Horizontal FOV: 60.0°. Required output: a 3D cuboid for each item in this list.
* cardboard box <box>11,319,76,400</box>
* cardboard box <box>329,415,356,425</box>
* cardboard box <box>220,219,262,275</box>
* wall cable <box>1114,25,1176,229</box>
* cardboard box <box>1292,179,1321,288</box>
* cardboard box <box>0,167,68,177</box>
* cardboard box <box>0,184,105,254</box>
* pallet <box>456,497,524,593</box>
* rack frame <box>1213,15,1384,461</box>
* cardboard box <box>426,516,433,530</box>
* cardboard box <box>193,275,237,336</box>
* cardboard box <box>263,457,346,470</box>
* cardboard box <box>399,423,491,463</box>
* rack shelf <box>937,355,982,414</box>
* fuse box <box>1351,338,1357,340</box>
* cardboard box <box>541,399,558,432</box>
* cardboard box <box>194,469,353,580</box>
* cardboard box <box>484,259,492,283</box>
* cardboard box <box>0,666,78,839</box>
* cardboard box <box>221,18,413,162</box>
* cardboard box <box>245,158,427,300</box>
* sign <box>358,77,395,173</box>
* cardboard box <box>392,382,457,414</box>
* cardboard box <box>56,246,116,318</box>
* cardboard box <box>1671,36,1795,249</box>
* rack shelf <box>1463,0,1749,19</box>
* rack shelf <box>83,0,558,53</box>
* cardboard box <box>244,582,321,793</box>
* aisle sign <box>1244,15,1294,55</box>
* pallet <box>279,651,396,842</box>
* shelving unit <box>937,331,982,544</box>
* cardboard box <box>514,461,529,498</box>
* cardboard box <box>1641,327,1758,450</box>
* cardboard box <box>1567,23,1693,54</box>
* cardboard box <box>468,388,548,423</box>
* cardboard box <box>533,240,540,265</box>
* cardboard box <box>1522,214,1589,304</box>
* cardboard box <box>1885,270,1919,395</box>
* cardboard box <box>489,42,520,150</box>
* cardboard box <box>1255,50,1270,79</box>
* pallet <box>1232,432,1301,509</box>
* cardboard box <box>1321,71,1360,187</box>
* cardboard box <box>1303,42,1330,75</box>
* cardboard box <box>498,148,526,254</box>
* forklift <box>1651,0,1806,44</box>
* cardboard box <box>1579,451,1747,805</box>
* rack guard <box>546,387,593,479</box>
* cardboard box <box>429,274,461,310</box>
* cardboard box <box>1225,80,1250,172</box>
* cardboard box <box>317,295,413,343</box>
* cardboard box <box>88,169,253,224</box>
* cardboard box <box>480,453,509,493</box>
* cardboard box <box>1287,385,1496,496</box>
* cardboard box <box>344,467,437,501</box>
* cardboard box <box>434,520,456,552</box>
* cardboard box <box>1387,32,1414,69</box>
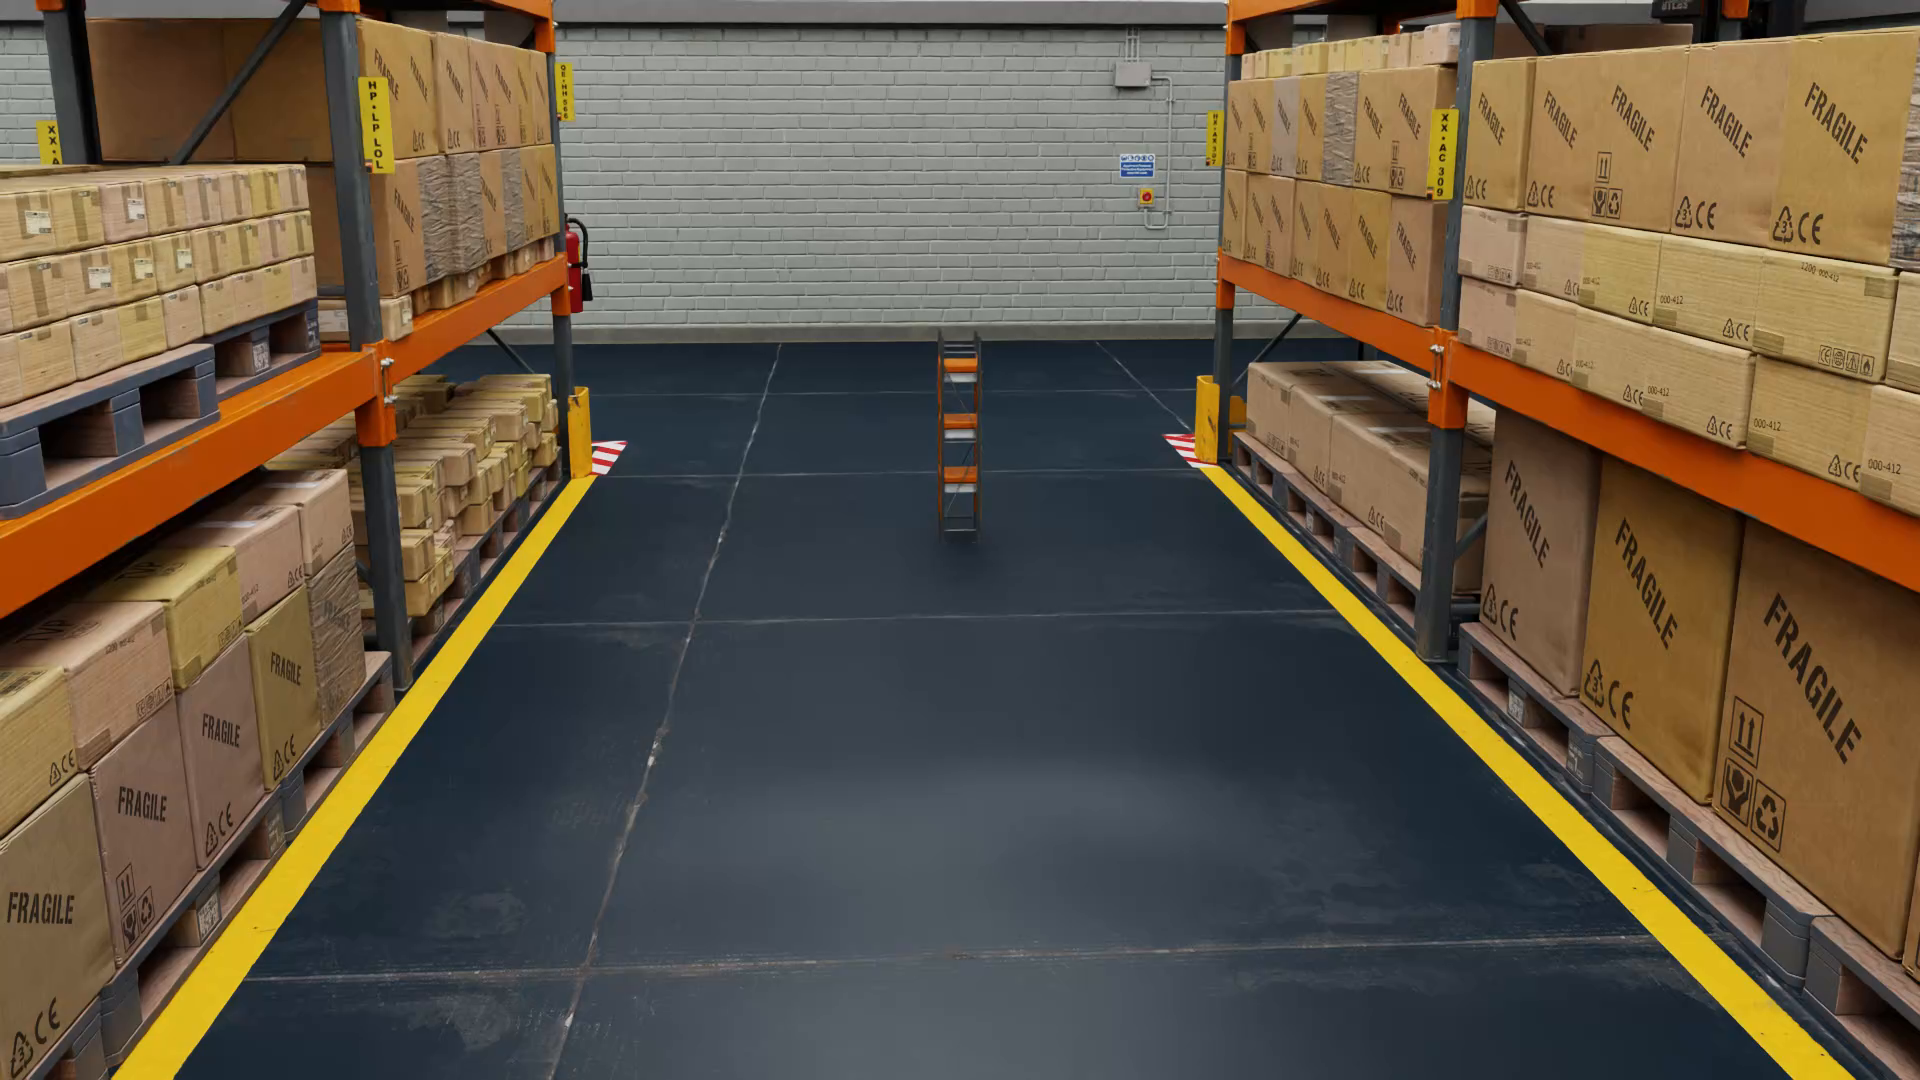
[{"bbox_3d":[-2.256,-0.409,3.758,0.380,0.149,0.250,-1,14,-3],"label":"cardboard box"},{"bbox_3d":[-3.046,-0.521,8.217,0.380,0.149,0.250,-1,14,-3],"label":"cardboard box"},{"bbox_3d":[-2.341,-0.881,4.994,0.380,0.149,0.250,0,14,-1],"label":"cardboard box"},{"bbox_3d":[1.721,-3.884,15.499,0.585,1.953,0.123,-1,14,-3],"label":"wall cable"},{"bbox_3d":[1.957,-1.523,8.224,0.500,0.500,0.500,0,14,-2],"label":"cardboard box"},{"bbox_3d":[-3.004,-1.074,5.147,0.380,0.149,0.250,0,14,-2],"label":"cardboard box"},{"bbox_3d":[-2.275,-0.760,3.928,0.380,0.149,0.250,-1,14,-4],"label":"cardboard box"},{"bbox_3d":[-2.749,0.002,8.096,1.003,0.211,1.213,-1,14,-3],"label":"pallet"},{"bbox_3d":[2.093,-1.975,10.181,1.000,3.000,0.127,-1,14,-3],"label":"rack frame"},{"bbox_3d":[-2.452,-0.062,7.028,0.380,0.149,0.250,-1,14,-4],"label":"cardboard box"},{"bbox_3d":[-2.325,-0.675,4.792,0.380,0.149,0.250,-2,15,-6],"label":"cardboard box"},{"bbox_3d":[-2.891,-0.264,7.217,0.380,0.149,0.250,0,14,-2],"label":"cardboard box"},{"bbox_3d":[-2.479,-0.467,8.006,0.380,0.149,0.250,-1,14,-3],"label":"cardboard box"},{"bbox_3d":[-0.003,-0.786,8.379,0.215,0.259,0.240,-1,14,-3],"label":"rack shelf"},{"bbox_3d":[3.826,-2.749,15.775,0.539,1.711,0.414,-1,14,-3],"label":"fuse box"},{"bbox_3d":[-2.523,-0.713,9.559,0.380,0.149,0.250,-1,14,-5],"label":"cardboard box"},{"bbox_3d":[-2.295,-0.053,5.381,0.500,0.250,0.500,-1,14,-5],"label":"cardboard box"},{"bbox_3d":[-2.547,-1.353,8.269,0.380,0.149,0.250,-1,15,-6],"label":"cardboard box"},{"bbox_3d":[-2.178,0.459,3.390,0.500,0.250,0.500,-1,14,-4],"label":"cardboard box"},{"bbox_3d":[-2.378,-1.671,6.196,0.500,0.500,0.500,-1,14,-2],"label":"cardboard box"},{"bbox_3d":[-2.372,-1.198,6.364,0.500,0.500,0.500,-1,14,-4],"label":"cardboard box"},{"bbox_3d":[-2.039,-1.448,5.812,0.100,0.325,0.005,-1,14,-3],"label":"sign"},{"bbox_3d":[-3.010,-0.782,9.229,0.380,0.149,0.250,-1,14,-2],"label":"cardboard box"},{"bbox_3d":[-2.277,-0.620,3.980,0.380,0.149,0.250,0,14,-1],"label":"cardboard box"},{"bbox_3d":[2.208,-1.019,4.260,0.500,0.500,0.500,-1,14,-4],"label":"cardboard box"},{"bbox_3d":[2.465,-1.587,4.097,1.077,0.370,4.000,-1,14,-3],"label":"rack shelf"},{"bbox_3d":[-2.717,-2.480,7.569,1.077,0.370,4.000,-1,14,-3],"label":"rack shelf"},{"bbox_3d":[-2.264,0.437,4.983,0.500,0.500,0.500,-1,14,-5],"label":"cardboard box"},{"bbox_3d":[1.800,-3.247,9.909,0.394,0.787,0.004,-1,14,-3],"label":"aisle sign"},{"bbox_3d":[-2.543,0.666,5.515,1.003,0.211,1.213,-1,14,-3],"label":"pallet"},{"bbox_3d":[-0.003,-0.522,8.447,0.215,1.050,0.252,-1,14,-3],"label":"shelving unit"},{"bbox_3d":[-2.446,-0.315,8.609,0.380,0.149,0.250,-2,15,-6],"label":"cardboard box"},{"bbox_3d":[2.176,-0.413,4.412,0.500,0.250,0.500,-1,14,-4],"label":"cardboard box"},{"bbox_3d":[2.581,-1.909,6.417,0.380,0.149,0.250,-1,14,-4],"label":"cardboard box"},{"bbox_3d":[-2.454,-0.730,9.029,0.380,0.149,0.250,-1,14,-5],"label":"cardboard box"},{"bbox_3d":[-2.561,-1.612,9.277,0.380,0.149,0.250,-1,14,-4],"label":"cardboard box"},{"bbox_3d":[2.147,-0.906,5.326,0.500,0.250,0.500,-1,14,-3],"label":"cardboard box"},{"bbox_3d":[2.270,-0.398,3.353,0.500,0.250,0.500,-1,14,-5],"label":"cardboard box"},{"bbox_3d":[-2.492,-2.185,8.193,0.500,0.500,0.500,0,14,-1],"label":"cardboard box"},{"bbox_3d":[1.828,-2.598,9.096,0.380,0.149,0.250,0,14,-2],"label":"cardboard box"},{"bbox_3d":[2.221,-0.426,9.760,1.003,0.211,1.213,-1,14,-3],"label":"pallet"},{"bbox_3d":[1.972,-1.878,7.599,0.500,0.500,0.500,-1,14,-3],"label":"cardboard box"},{"bbox_3d":[1.893,-2.342,8.102,0.380,0.149,0.250,-1,14,-5],"label":"cardboard box"},{"bbox_3d":[-2.488,-1.704,8.330,0.500,0.500,0.500,-1,14,-3],"label":"cardboard box"},{"bbox_3d":[4.822,-1.811,9.684,1.130,2.935,3.031,-8,16,-28],"label":"forklift"},{"bbox_3d":[2.523,0.223,5.060,0.875,0.875,0.875,0,14,-2],"label":"cardboard box"},{"bbox_3d":[-2.836,-0.644,10.024,1.175,0.500,0.348,-1,14,-3],"label":"rack guard"},{"bbox_3d":[-2.404,-1.092,7.255,0.380,0.149,0.250,-1,14,-2],"label":"cardboard box"},{"bbox_3d":[1.839,-2.383,9.563,0.500,0.500,0.500,-1,14,-5],"label":"cardboard box"},{"bbox_3d":[-2.284,-0.832,6.244,0.380,0.149,0.250,0,14,-1],"label":"cardboard box"},{"bbox_3d":[-2.342,-1.020,4.939,0.380,0.149,0.250,-1,14,-5],"label":"cardboard box"},{"bbox_3d":[-2.402,-0.323,8.044,0.380,0.149,0.250,-1,14,-3],"label":"cardboard box"},{"bbox_3d":[2.299,-0.547,8.932,0.875,0.438,0.875,0,14,-2],"label":"cardboard box"},{"bbox_3d":[-2.430,-0.209,7.005,0.380,0.149,0.250,-1,14,-4],"label":"cardboard box"},{"bbox_3d":[-2.444,0.014,7.331,0.380,0.149,0.250,-1,14,-5],"label":"cardboard box"},{"bbox_3d":[2.057,-2.090,7.122,0.380,0.149,0.250,-1,14,-4],"label":"cardboard box"}]
